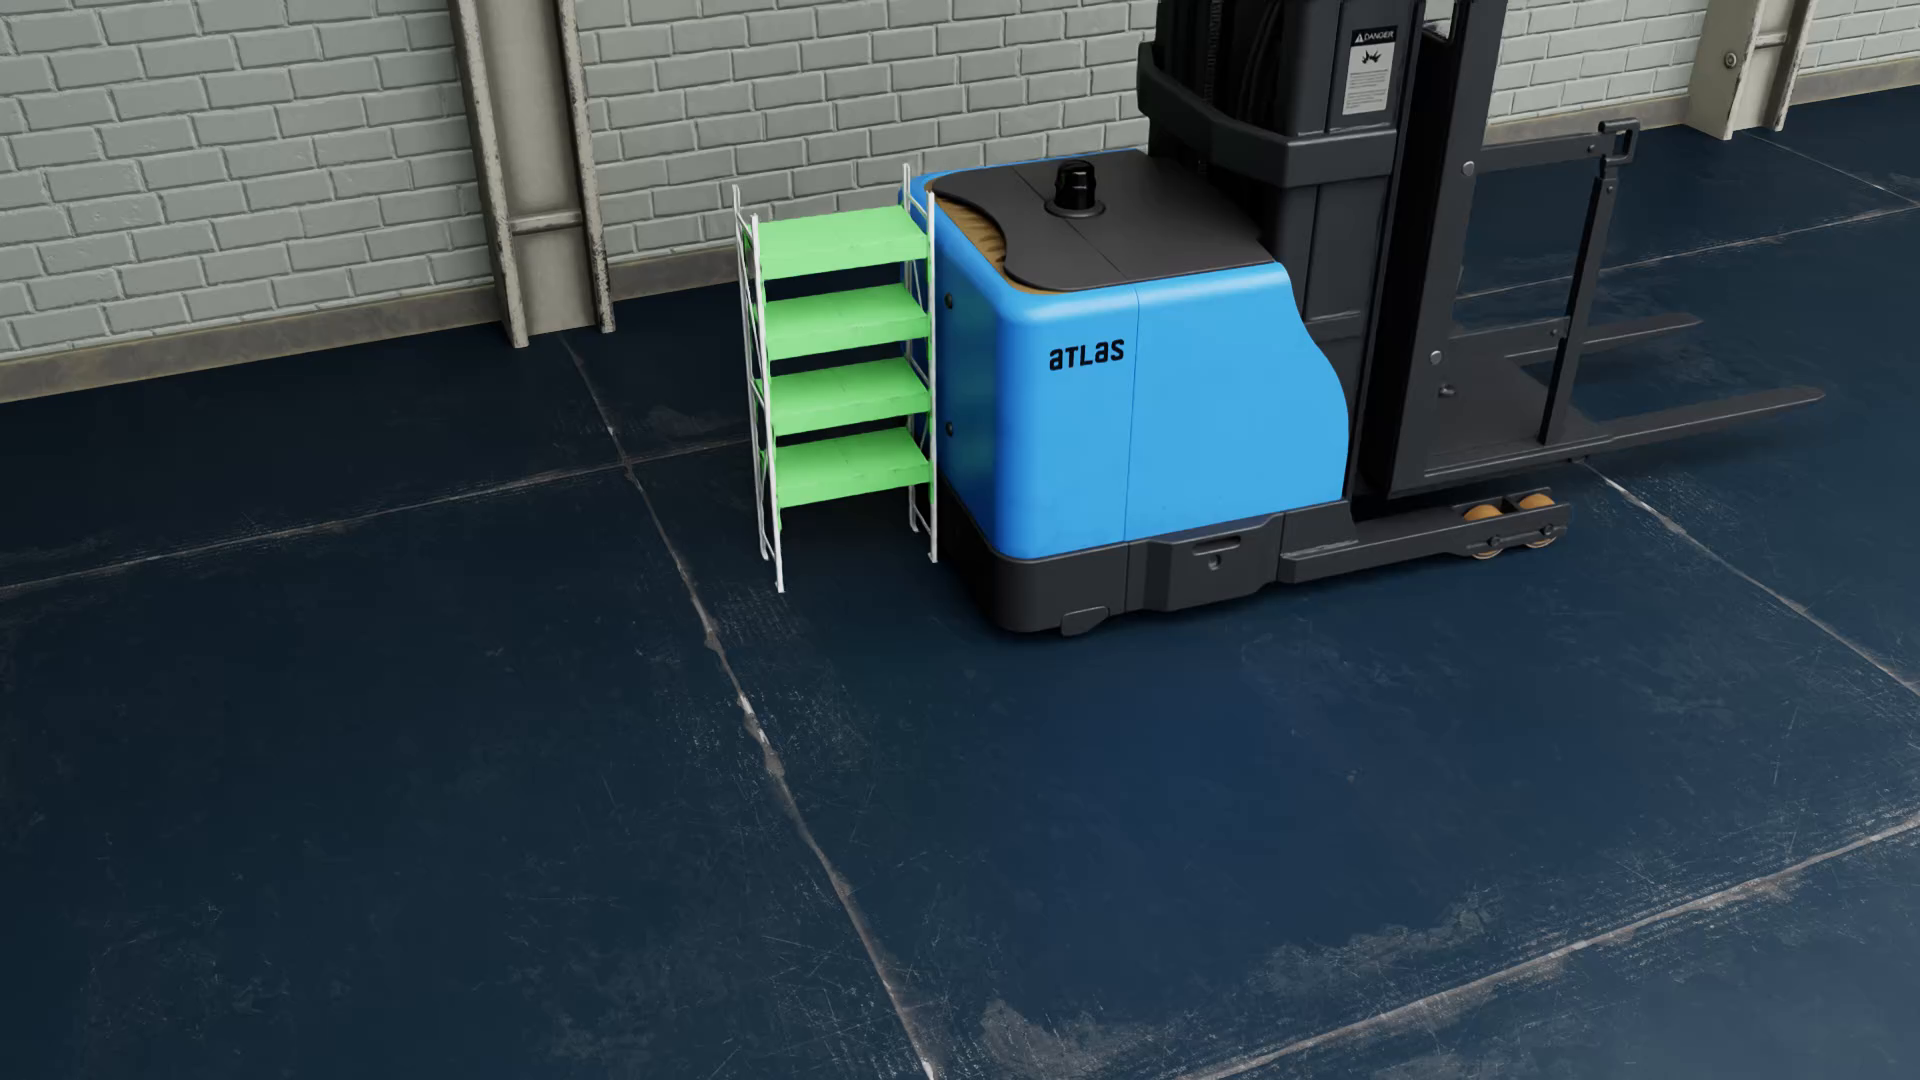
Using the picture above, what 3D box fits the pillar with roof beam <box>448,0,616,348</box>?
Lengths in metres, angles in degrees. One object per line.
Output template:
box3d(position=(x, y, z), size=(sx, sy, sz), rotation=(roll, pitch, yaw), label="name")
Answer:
box3d(position=(0.078, -2.461, 0.781), size=(0.400, 9.000, 9.100), rotation=(-13, 35, -19), label="pillar with roof beam")

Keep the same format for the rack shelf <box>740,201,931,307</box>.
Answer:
box3d(position=(-0.347, -0.798, 4.614), size=(0.480, 0.148, 0.258), rotation=(-11, 35, -16), label="rack shelf")

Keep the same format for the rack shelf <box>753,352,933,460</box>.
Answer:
box3d(position=(-0.347, -0.396, 4.876), size=(0.480, 0.148, 0.258), rotation=(-11, 35, -16), label="rack shelf")

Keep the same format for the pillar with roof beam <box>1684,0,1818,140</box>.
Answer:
box3d(position=(5.611, -3.728, 2.728), size=(0.400, 9.000, 9.100), rotation=(-13, 35, -19), label="pillar with roof beam")

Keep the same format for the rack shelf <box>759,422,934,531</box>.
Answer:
box3d(position=(-0.346, -0.195, 5.006), size=(0.480, 0.148, 0.258), rotation=(-11, 35, -16), label="rack shelf")

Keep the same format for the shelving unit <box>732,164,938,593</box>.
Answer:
box3d(position=(-0.347, -0.450, 4.841), size=(0.503, 1.200, 0.258), rotation=(-11, 35, -16), label="shelving unit")

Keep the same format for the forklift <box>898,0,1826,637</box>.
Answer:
box3d(position=(1.375, -1.430, 4.761), size=(3.031, 2.935, 1.130), rotation=(-11, 35, -16), label="forklift")

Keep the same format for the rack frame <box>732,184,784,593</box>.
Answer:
box3d(position=(-0.577, -0.406, 4.774), size=(0.015, 1.200, 0.240), rotation=(-11, 35, -16), label="rack frame")

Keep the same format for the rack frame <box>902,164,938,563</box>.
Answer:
box3d(position=(-0.116, -0.493, 4.908), size=(0.015, 1.200, 0.240), rotation=(-11, 35, -16), label="rack frame")

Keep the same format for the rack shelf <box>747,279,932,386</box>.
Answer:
box3d(position=(-0.347, -0.597, 4.745), size=(0.480, 0.148, 0.258), rotation=(-11, 35, -16), label="rack shelf")
